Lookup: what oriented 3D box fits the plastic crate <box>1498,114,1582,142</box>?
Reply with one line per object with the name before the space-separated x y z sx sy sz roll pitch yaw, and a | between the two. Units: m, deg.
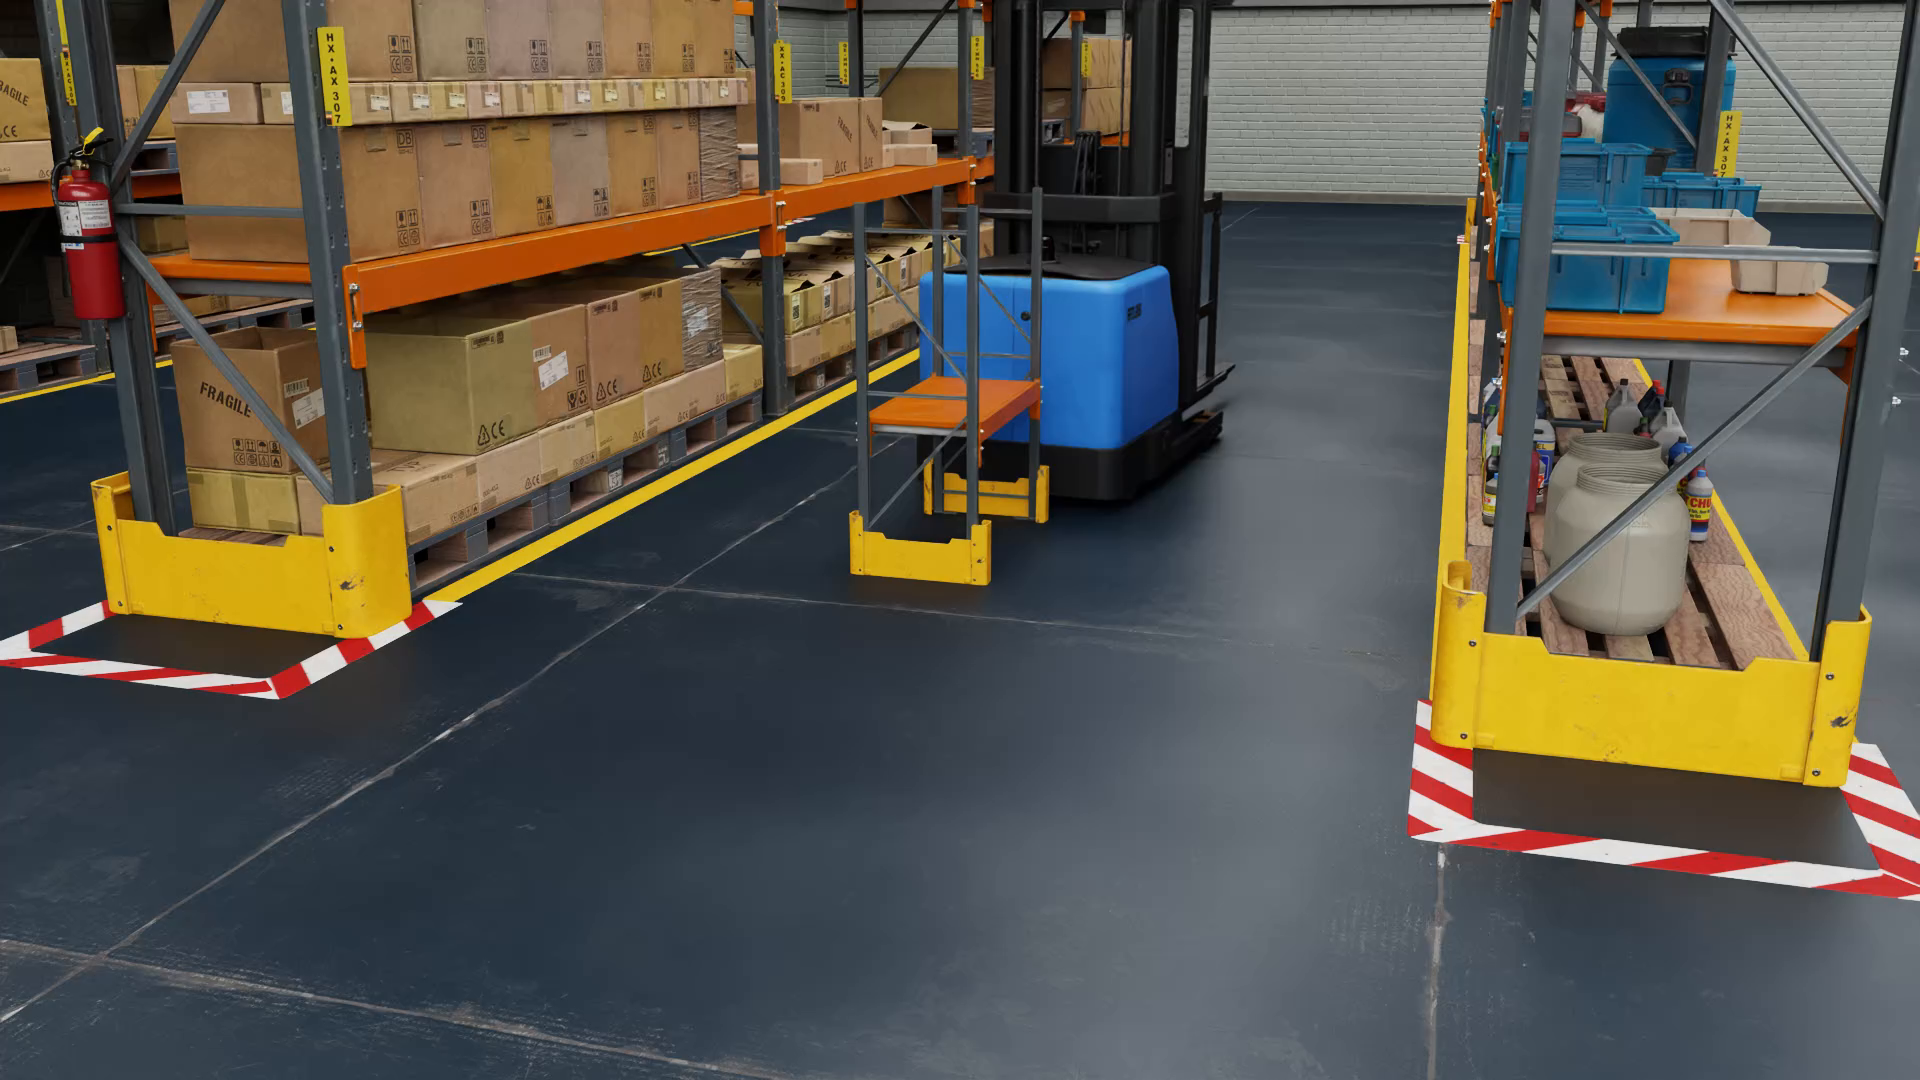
plastic crate | 3.059 -2.018 8.830 0.402 0.464 0.583 5 16 16

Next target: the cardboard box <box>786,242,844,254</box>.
cardboard box | -1.115 -2.032 12.237 0.500 0.311 0.500 4 16 14

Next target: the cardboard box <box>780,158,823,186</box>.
cardboard box | -1.085 -2.317 10.461 0.380 0.149 0.250 5 16 16

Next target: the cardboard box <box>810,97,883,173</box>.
cardboard box | -0.858 -2.876 11.789 0.500 0.500 0.500 4 16 13

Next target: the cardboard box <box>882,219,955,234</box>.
cardboard box | -0.356 -2.540 14.563 0.500 0.500 0.500 5 17 18

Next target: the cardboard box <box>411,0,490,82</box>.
cardboard box | -2.366 -2.121 6.748 0.700 0.500 0.500 4 16 14

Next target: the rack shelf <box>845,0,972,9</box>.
rack shelf | -0.965 -3.842 11.199 1.077 0.370 4.000 5 16 16

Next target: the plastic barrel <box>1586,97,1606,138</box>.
plastic barrel | 3.906 -2.327 9.789 0.433 0.535 0.433 0 16 0

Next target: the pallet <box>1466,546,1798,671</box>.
pallet | 2.291 0.316 5.830 1.003 0.211 1.213 5 16 16

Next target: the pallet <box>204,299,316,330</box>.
pallet | -5.719 -1.788 13.245 1.003 0.211 1.213 5 16 16

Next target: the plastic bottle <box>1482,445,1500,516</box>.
plastic bottle | 2.196 -0.242 6.856 0.061 0.283 0.133 5 17 17

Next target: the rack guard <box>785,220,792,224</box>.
rack guard | -2.867 -4.548 22.448 1.175 0.500 0.348 5 16 16

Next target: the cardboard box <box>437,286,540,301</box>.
cardboard box | -2.389 -0.972 8.155 0.500 0.500 0.500 5 16 16

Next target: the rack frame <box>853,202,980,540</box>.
rack frame | -0.169 -0.566 6.577 0.500 1.500 0.032 5 16 16

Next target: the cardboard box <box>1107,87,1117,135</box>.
cardboard box | 1.433 -4.740 18.361 0.500 0.500 0.500 5 16 16

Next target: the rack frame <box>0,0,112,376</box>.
rack frame | -6.284 -2.605 11.017 1.000 3.000 0.127 5 16 16

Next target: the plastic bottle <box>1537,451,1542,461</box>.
plastic bottle | 2.489 -0.316 7.268 0.097 0.201 0.097 0 16 0

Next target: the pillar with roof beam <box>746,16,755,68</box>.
pillar with roof beam | 1.192 -9.070 22.817 9.100 9.000 0.400 5 16 16

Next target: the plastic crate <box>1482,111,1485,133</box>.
plastic crate | 5.780 -4.463 17.762 0.416 0.233 0.300 5 16 16

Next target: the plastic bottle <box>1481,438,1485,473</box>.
plastic bottle | 2.431 -0.402 7.570 0.097 0.201 0.097 0 16 0

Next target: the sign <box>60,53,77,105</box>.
sign | -5.761 -2.981 10.757 0.100 0.325 0.005 5 16 16

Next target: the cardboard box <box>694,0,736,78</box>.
cardboard box | -1.653 -2.778 9.064 0.700 0.500 0.500 5 17 16

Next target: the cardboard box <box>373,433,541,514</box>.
cardboard box | -2.166 -0.309 7.190 0.500 0.250 0.500 5 16 16

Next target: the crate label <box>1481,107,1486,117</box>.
crate label | 6.239 -4.886 19.254 0.416 0.233 0.303 5 16 16

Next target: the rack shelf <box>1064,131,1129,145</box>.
rack shelf | 1.309 -4.492 18.988 1.077 0.370 4.000 5 16 16

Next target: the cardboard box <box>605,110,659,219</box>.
cardboard box | -1.943 -1.884 8.291 0.700 0.500 0.500 5 17 17

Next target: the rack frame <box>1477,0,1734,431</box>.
rack frame | 3.215 -1.837 8.308 1.000 3.000 0.127 5 16 16

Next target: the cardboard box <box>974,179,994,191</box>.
cardboard box | 0.085 -3.315 15.922 0.500 0.250 0.500 5 16 16

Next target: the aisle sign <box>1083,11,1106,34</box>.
aisle sign | 1.615 -6.653 20.523 0.394 0.787 0.004 5 16 16

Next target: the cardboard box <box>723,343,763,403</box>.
cardboard box | -1.455 -0.963 9.496 0.500 0.250 0.500 5 16 16

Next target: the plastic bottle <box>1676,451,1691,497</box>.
plastic bottle | 2.990 -0.229 6.834 0.097 0.271 0.097 0 16 0

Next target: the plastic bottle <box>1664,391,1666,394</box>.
plastic bottle | 3.395 -0.590 8.085 0.061 0.283 0.133 5 17 19

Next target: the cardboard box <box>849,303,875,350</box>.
cardboard box | -0.890 -1.457 11.238 0.500 0.250 0.500 4 16 14

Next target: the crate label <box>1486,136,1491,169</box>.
crate label | 3.873 -2.722 11.734 0.303 0.233 0.416 5 16 16

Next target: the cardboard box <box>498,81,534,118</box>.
cardboard box | -2.060 -1.892 7.130 0.380 0.149 0.250 4 16 14

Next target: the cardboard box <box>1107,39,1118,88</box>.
cardboard box | 1.437 -5.215 18.202 0.500 0.500 0.500 4 16 14

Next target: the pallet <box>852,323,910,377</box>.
pallet | -1.016 -1.396 11.865 1.003 0.211 1.213 5 16 16

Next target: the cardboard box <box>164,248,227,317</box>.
cardboard box | -5.992 -1.947 12.471 0.700 0.500 0.500 4 16 15

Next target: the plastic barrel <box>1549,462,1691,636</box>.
plastic barrel | 2.192 0.026 5.529 0.421 0.512 0.421 0 16 0

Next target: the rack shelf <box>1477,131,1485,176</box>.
rack shelf | 6.057 -4.107 17.630 1.077 0.370 4.000 5 16 16

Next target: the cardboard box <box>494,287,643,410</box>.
cardboard box | -1.875 -0.931 8.008 0.500 0.500 0.500 5 16 16

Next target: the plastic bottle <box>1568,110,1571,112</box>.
plastic bottle | 5.350 -3.603 14.625 0.144 0.351 0.185 5 16 16

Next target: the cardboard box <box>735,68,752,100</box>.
cardboard box | -3.205 -5.563 20.897 0.980 0.700 0.700 4 16 15

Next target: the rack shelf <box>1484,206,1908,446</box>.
rack shelf | 2.647 -0.967 6.561 1.077 0.370 4.000 5 16 16

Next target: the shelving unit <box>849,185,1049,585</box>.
shelving unit | -0.022 -0.702 7.054 0.587 1.500 1.083 5 16 16

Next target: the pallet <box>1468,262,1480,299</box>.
pallet | 5.229 -2.390 15.367 1.003 0.211 1.213 5 16 16

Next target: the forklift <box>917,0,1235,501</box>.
forklift | 0.824 -1.951 8.837 1.130 2.935 3.031 6 17 22

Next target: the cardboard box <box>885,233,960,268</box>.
cardboard box | -0.309 -2.261 13.046 0.500 0.311 0.500 5 17 17

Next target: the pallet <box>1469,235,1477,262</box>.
pallet | 6.005 -3.104 17.885 1.003 0.211 1.213 5 16 16

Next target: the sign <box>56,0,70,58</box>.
sign | -3.186 -1.892 5.947 0.100 0.325 0.005 5 16 16

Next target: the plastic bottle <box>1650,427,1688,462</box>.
plastic bottle | 3.112 -0.370 7.323 0.152 0.276 0.135 5 17 17

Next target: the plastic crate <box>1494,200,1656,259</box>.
plastic crate | 2.124 -1.042 5.780 0.499 0.251 0.408 5 16 16

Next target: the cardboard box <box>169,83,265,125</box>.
cardboard box | -2.744 -1.650 6.279 0.380 0.149 0.250 4 16 15

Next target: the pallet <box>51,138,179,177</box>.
pallet | -5.927 -2.701 11.708 1.003 0.211 1.213 5 16 16

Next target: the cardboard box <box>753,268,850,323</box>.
cardboard box | -1.030 -1.590 10.680 0.500 0.311 0.500 4 16 15

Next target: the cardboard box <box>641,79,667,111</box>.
cardboard box | -1.696 -2.228 8.316 0.380 0.149 0.250 5 16 16
